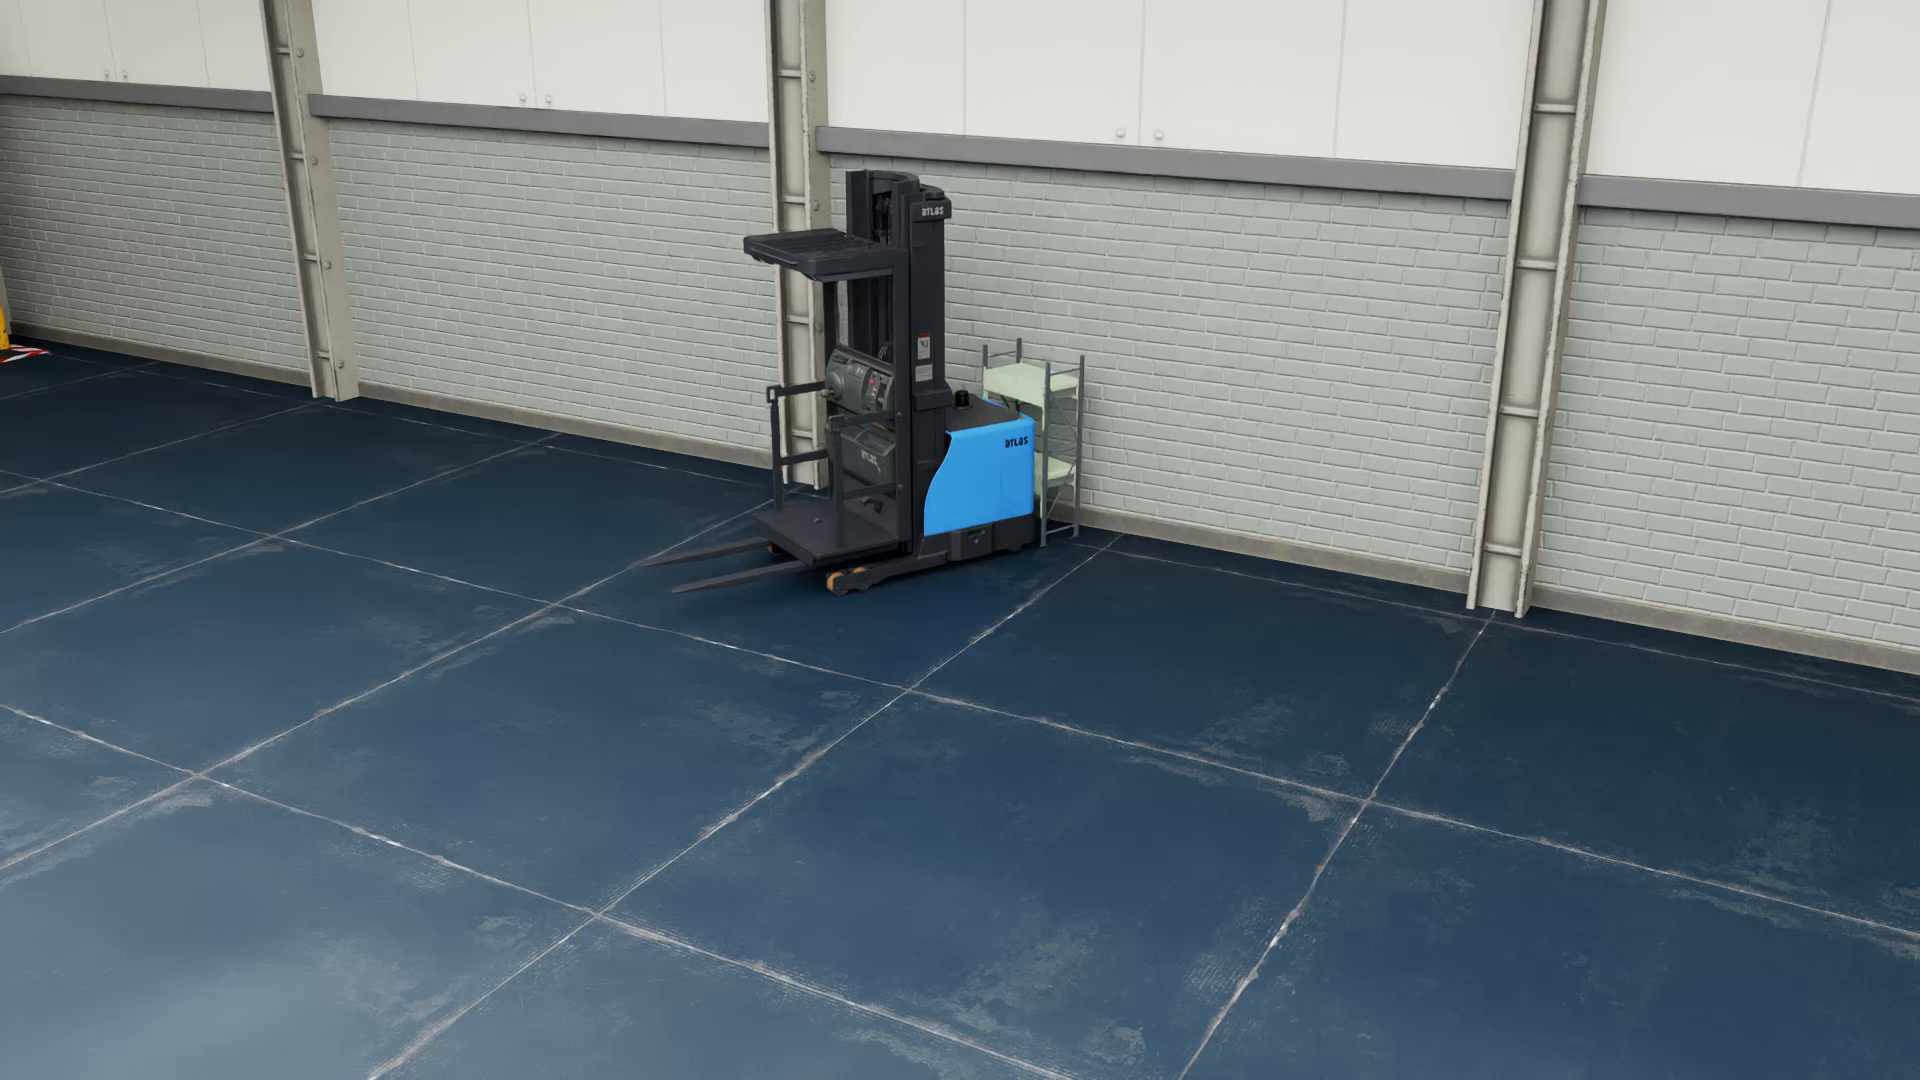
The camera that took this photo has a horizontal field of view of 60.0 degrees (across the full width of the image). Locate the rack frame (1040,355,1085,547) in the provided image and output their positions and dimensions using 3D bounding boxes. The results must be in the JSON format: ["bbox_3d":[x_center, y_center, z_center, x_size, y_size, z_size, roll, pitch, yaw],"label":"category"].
[{"bbox_3d":[0.806,-0.694,13.077,0.400,1.500,0.023,-16,26,-38],"label":"rack frame"}]

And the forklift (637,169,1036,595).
[{"bbox_3d":[-0.923,-1.176,12.309,3.031,2.935,1.130,-12,23,-31],"label":"forklift"}]

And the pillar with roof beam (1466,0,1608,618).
[{"bbox_3d":[1.804,-2.471,6.982,0.400,9.000,9.100,11,23,27],"label":"pillar with roof beam"}]

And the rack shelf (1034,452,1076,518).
[{"bbox_3d":[0.566,-0.485,13.450,0.431,0.370,0.720,-16,26,-38],"label":"rack shelf"}]

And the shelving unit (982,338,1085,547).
[{"bbox_3d":[0.569,-0.791,13.339,0.431,1.500,0.755,-16,26,-38],"label":"shelving unit"}]

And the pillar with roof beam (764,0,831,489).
[{"bbox_3d":[-3.434,-3.469,9.733,0.400,9.000,9.100,11,23,27],"label":"pillar with roof beam"}]

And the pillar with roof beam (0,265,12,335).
[{"bbox_3d":[-13.910,-5.465,15.234,0.400,9.000,9.100,11,23,27],"label":"pillar with roof beam"}]

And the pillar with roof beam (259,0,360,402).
[{"bbox_3d":[-8.672,-4.467,12.483,0.400,9.000,9.100,11,23,27],"label":"pillar with roof beam"}]

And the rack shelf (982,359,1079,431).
[{"bbox_3d":[0.573,-1.158,13.205,0.431,0.370,0.720,-16,26,-38],"label":"rack shelf"}]

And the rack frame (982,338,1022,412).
[{"bbox_3d":[0.333,-0.889,13.600,0.400,1.500,0.023,-16,26,-38],"label":"rack frame"}]

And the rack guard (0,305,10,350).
[{"bbox_3d":[-11.621,-2.363,19.147,0.348,0.500,1.175,11,23,27],"label":"rack guard"}]
